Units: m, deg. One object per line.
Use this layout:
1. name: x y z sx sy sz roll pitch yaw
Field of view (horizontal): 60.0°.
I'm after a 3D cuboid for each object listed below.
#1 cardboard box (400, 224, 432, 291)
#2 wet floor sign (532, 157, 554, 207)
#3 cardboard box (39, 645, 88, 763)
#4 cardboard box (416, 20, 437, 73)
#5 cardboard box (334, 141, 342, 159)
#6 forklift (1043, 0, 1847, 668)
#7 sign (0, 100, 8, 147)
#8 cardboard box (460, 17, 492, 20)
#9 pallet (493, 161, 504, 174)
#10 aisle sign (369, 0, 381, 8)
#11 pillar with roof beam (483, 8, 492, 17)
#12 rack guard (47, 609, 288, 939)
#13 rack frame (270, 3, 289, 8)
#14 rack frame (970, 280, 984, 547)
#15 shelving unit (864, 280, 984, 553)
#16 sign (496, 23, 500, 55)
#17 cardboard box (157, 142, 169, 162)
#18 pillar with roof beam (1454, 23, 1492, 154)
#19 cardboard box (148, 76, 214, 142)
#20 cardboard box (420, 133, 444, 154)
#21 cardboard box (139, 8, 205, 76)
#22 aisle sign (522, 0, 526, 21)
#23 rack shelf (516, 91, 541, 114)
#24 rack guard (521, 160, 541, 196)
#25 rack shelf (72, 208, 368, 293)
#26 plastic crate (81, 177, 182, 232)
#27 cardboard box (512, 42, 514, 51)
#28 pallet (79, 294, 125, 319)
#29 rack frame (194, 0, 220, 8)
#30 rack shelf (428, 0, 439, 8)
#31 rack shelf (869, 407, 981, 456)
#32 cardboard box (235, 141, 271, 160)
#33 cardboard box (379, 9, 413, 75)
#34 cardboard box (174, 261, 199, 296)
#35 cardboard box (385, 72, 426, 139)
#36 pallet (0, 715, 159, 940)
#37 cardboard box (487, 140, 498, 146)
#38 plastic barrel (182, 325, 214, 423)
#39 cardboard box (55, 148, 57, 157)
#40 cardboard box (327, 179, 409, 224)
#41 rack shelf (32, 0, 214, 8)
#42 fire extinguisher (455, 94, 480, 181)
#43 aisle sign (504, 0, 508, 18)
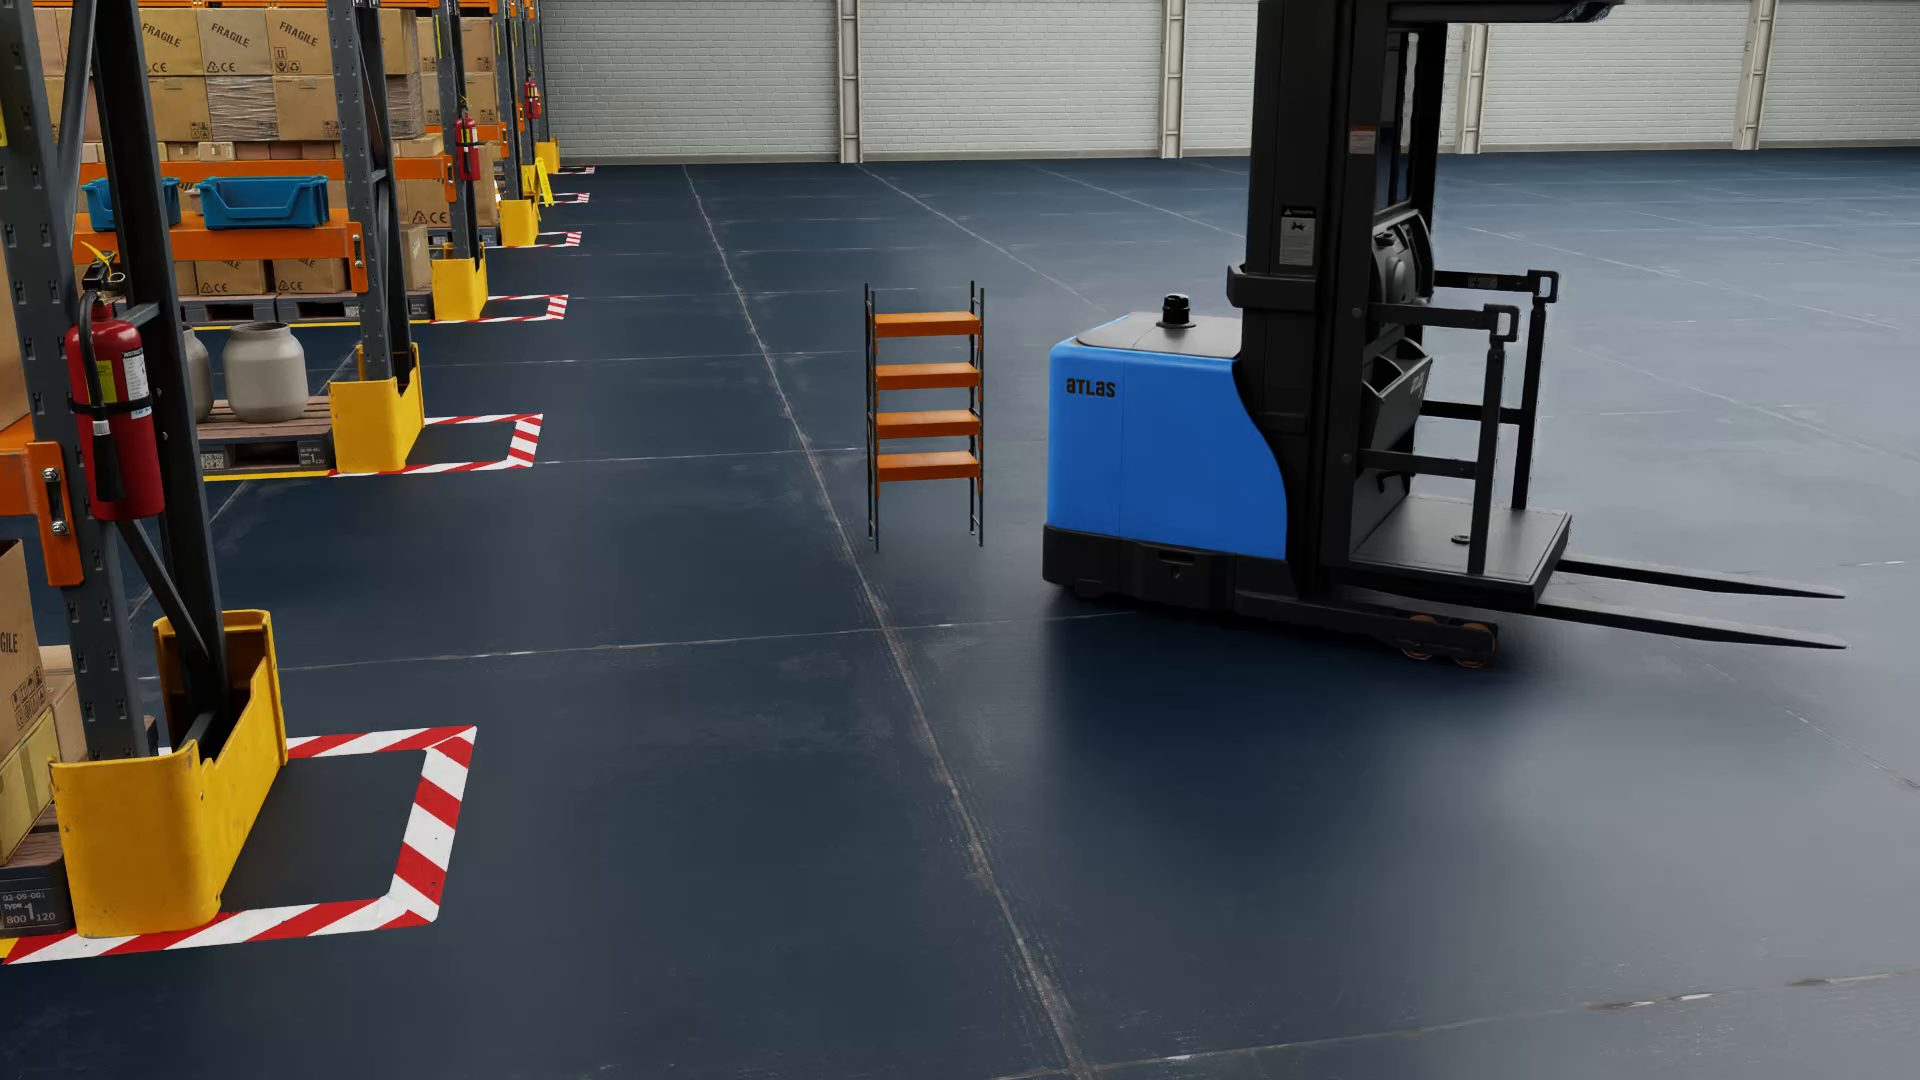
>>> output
1. cardboard box: -4.798 -2.387 14.016 0.500 0.500 0.500 0 17 0
2. wet floor sign: -5.672 -4.844 22.485 0.232 0.644 0.267 3 17 9
3. cardboard box: -2.875 0.524 4.963 0.500 0.250 0.500 -3 17 -10
4. cardboard box: -5.917 -5.368 18.084 0.550 0.550 0.875 -3 17 -10
5. cardboard box: -4.903 -3.173 13.461 0.250 0.149 0.380 -3 17 -10
6. forklift: 1.903 -1.098 6.396 3.031 2.935 1.130 8 19 25
7. sign: -2.217 -1.064 3.793 0.005 0.325 0.100 -3 17 -10
8. cardboard box: -6.522 -6.844 22.607 0.500 0.500 0.700 -4 17 -12
9. pallet: -7.750 -6.311 27.999 1.213 0.211 1.003 -3 17 -10
10. aisle sign: -3.227 -3.314 9.066 0.004 0.787 0.394 -3 17 -10
11. pillar with roof beam: -7.045 -9.546 23.566 0.400 9.000 9.100 -3 17 -10
12. rack guard: -2.282 0.639 4.881 0.348 0.500 1.175 -3 17 -10
13. rack frame: -10.934 -7.476 27.042 0.127 3.000 1.000 -3 17 -10
14. rack frame: 0.077 -0.578 7.650 0.015 1.200 0.240 -3 17 -10
15. shelving unit: -0.163 -0.564 7.606 0.503 1.200 0.258 -3 17 -10
16. sign: -4.934 -5.356 17.765 0.005 0.325 0.100 -3 17 -10
17. cardboard box: -6.370 -3.081 13.161 0.250 0.149 0.380 -3 17 -10
18. pillar with roof beam: 10.628 -10.549 26.830 0.400 9.000 9.100 -3 17 -10
19. cardboard box: -6.187 -3.476 13.343 0.500 0.500 0.875 -3 17 -10
20. cardboard box: -4.507 -3.344 14.017 0.250 0.149 0.380 -3 17 -10
21. cardboard box: -6.148 -3.895 13.004 0.500 0.500 0.500 -3 17 -10
22. aisle sign: -6.059 -7.603 23.030 0.004 0.787 0.394 -3 17 -10
23. rack shelf: -8.970 -7.243 27.510 4.000 0.370 1.077 -3 17 -10
24. rack guard: -6.136 -5.069 23.462 0.348 0.500 1.175 -3 17 -10
25. rack shelf: -5.206 -1.528 8.902 4.000 0.370 1.077 -3 17 -10
26. plastic crate: -4.315 -1.763 8.697 0.408 0.251 0.499 -3 17 -10
27. cardboard box: -7.318 -8.118 27.351 0.250 0.149 0.380 -3 17 -10
28. pallet: -7.456 -1.903 13.647 1.213 0.211 1.003 -3 17 -10
29. rack frame: -9.989 -6.045 22.384 0.127 3.000 1.000 -3 17 -10
30. rack shelf: -6.145 -4.389 13.111 4.000 0.370 1.077 -3 17 -10
31. rack shelf: -0.163 -0.500 7.625 0.480 0.148 0.258 -3 17 -10
32. cardboard box: -5.646 -3.141 13.357 0.250 0.149 0.380 -3 17 -10
33. cardboard box: -4.675 -3.977 13.271 0.500 0.500 0.500 -3 17 -10
34. cardboard box: -6.553 -2.296 13.720 0.500 0.500 0.500 -5 18 -15
35. cardboard box: -4.727 -3.578 13.676 0.500 0.500 0.875 -3 17 -10
36. pallet: -3.049 0.833 4.741 1.213 0.211 1.003 -3 17 -10
37. cardboard box: -7.920 -6.682 27.573 0.500 0.250 0.500 -3 17 -11
38. plastic barrel: -4.366 -0.908 9.181 0.421 0.512 0.421 0 17 0
39. cardboard box: -7.109 -3.042 13.035 0.250 0.149 0.380 -3 17 -10
40. cardboard box: -6.540 -3.925 18.385 0.875 0.875 0.875 -4 17 -11
41. rack shelf: -11.952 -7.024 21.686 4.000 0.370 1.077 -3 17 -10
42. fire extinguisher: -3.982 -3.247 13.408 0.183 0.674 0.296 -3 17 -10
43. aisle sign: -4.897 -6.007 17.831 0.004 0.787 0.394 -3 17 -10
